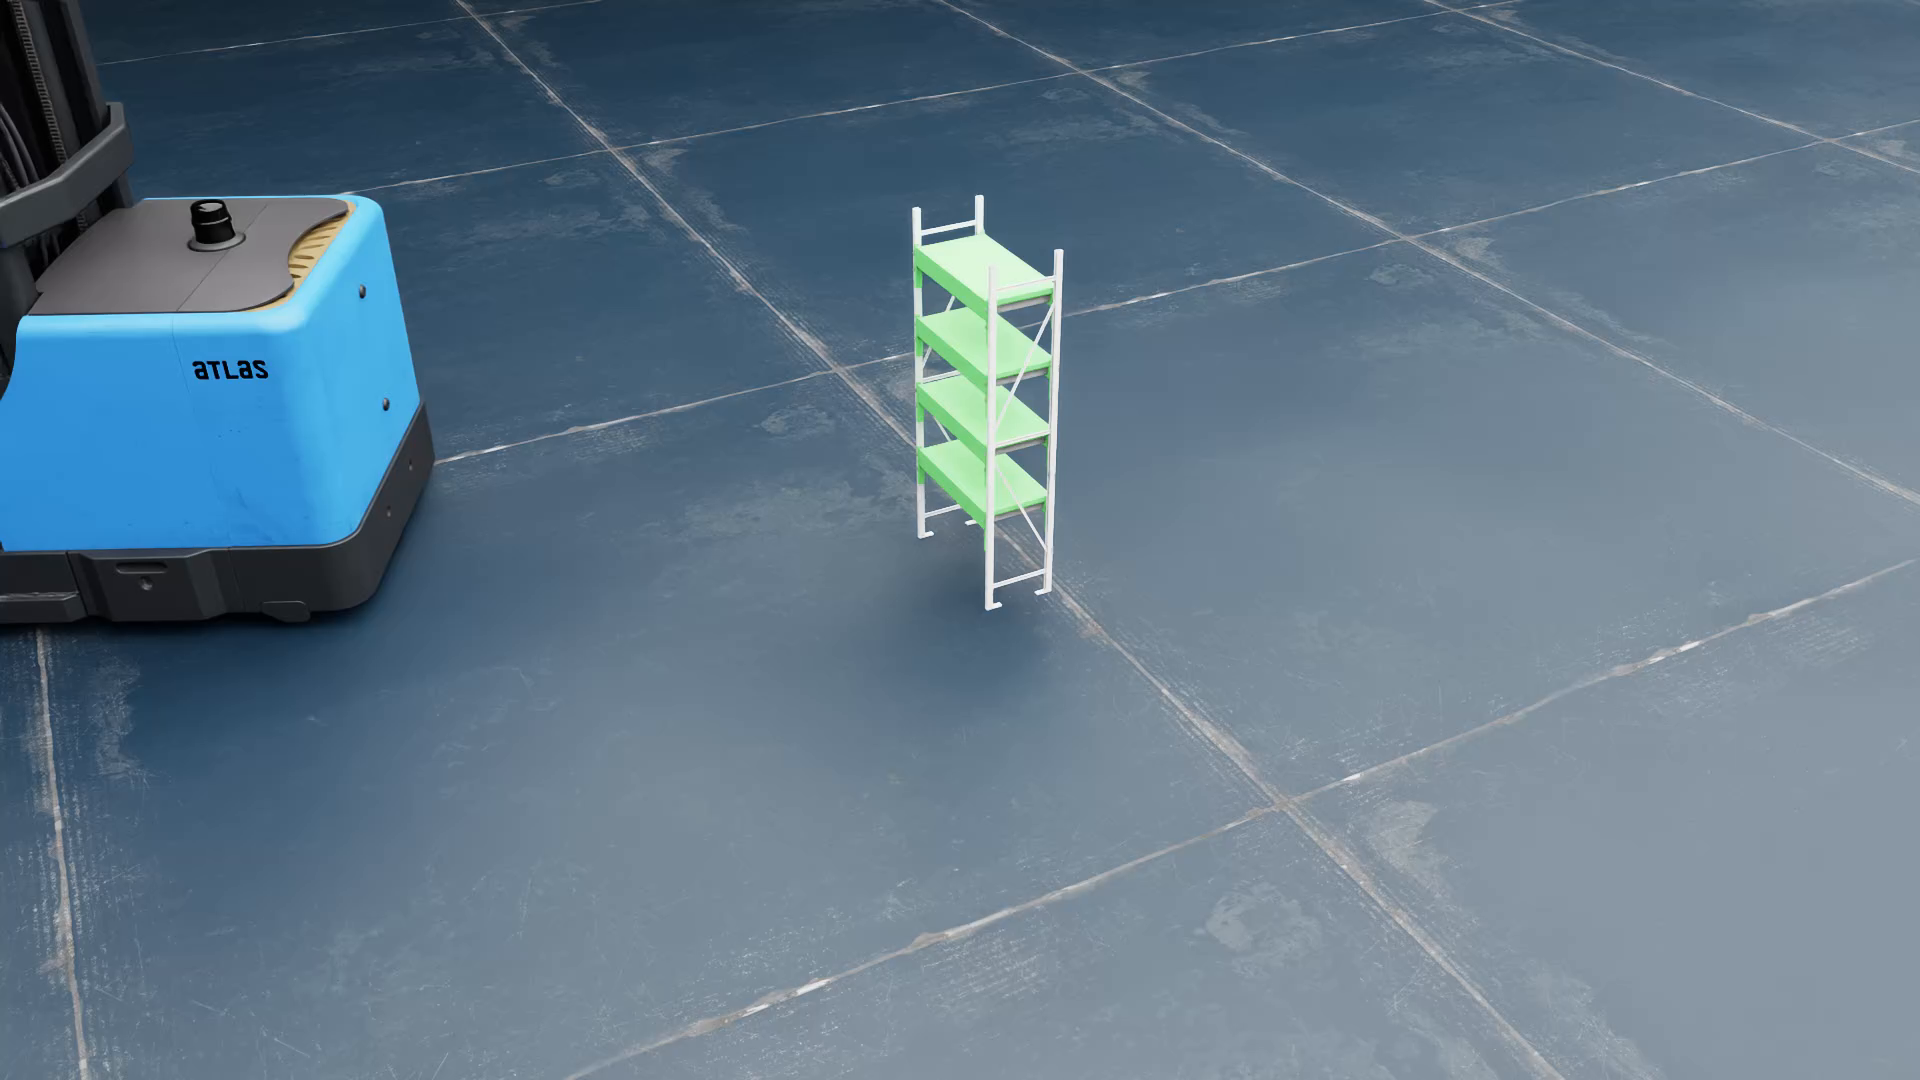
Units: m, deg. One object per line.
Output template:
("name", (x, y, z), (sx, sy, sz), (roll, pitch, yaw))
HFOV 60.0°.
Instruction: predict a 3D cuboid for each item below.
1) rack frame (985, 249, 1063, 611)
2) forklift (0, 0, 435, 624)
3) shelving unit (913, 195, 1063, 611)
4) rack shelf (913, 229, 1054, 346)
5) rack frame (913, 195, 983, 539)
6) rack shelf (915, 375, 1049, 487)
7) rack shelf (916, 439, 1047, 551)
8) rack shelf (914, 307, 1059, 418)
("rack frame", (0.191, -0.310, 5.121), (0.240, 1.200, 0.015), (-16, 36, -23))
("forklift", (-3.413, -1.204, 4.912), (3.031, 2.935, 1.130), (-1, 33, -2))
("shelving unit", (0.077, -0.426, 5.303), (0.258, 1.200, 0.503), (-16, 36, -23))
("rack shelf", (0.077, -0.777, 5.079), (0.258, 0.148, 0.480), (-16, 36, -23))
("rack frame", (-0.037, -0.543, 5.485), (0.240, 1.200, 0.015), (-16, 36, -23))
("rack shelf", (0.077, -0.372, 5.337), (0.258, 0.148, 0.480), (-16, 36, -23))
("rack shelf", (0.077, -0.170, 5.467), (0.258, 0.148, 0.480), (-16, 36, -23))
("rack shelf", (0.077, -0.574, 5.208), (0.258, 0.148, 0.480), (-16, 36, -23))
